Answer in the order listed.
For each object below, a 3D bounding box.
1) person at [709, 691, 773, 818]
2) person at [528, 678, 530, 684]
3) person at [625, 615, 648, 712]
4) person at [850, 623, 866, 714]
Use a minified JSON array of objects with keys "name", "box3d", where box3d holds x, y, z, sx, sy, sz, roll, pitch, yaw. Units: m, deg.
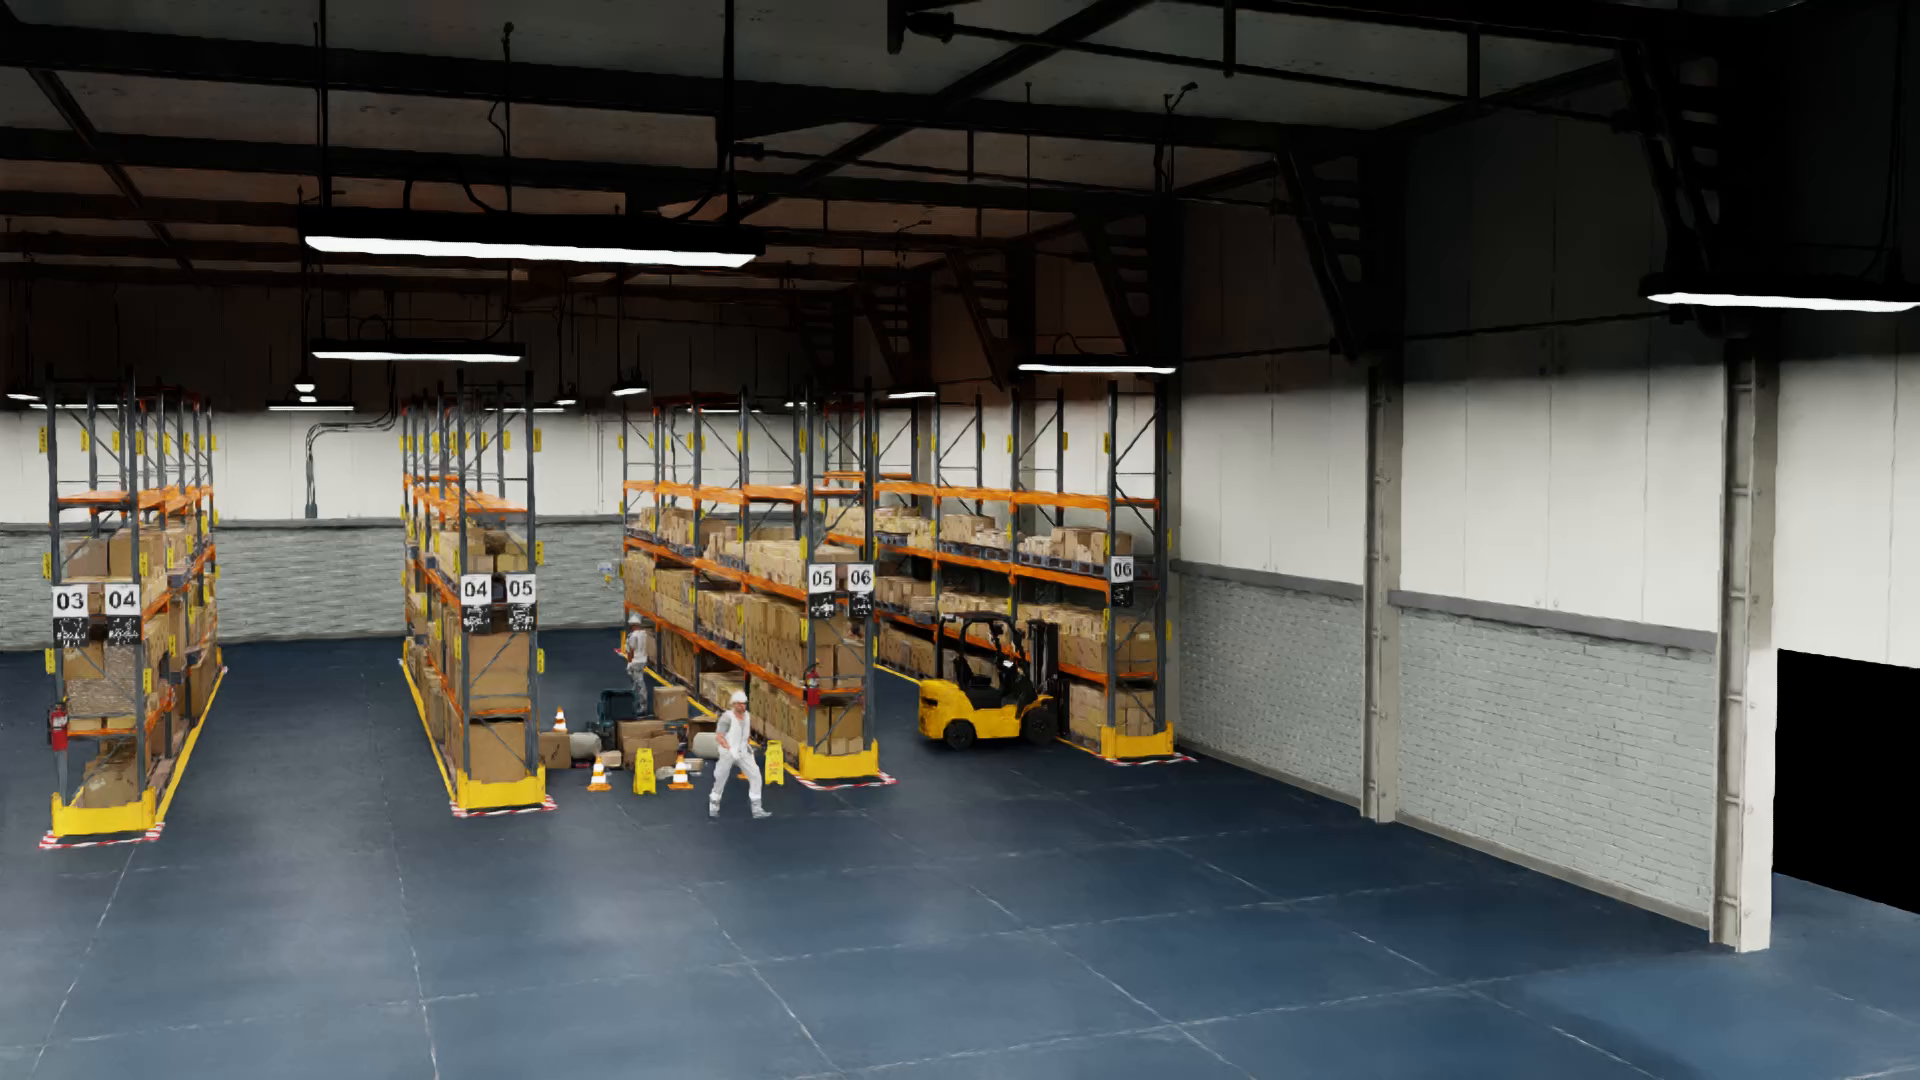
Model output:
[{"name":"person","box3d":[-2.977,2.841,22.058,0.682,1.718,0.811,-3,4,-40]},{"name":"person","box3d":[-9.085,2.173,34.521,0.465,1.598,0.401,3,4,37]},{"name":"person","box3d":[-6.063,2.286,30.959,0.594,1.782,0.678,0,3,4]},{"name":"person","box3d":[-1.954,2.361,30.621,0.569,1.668,0.560,1,3,10]}]
